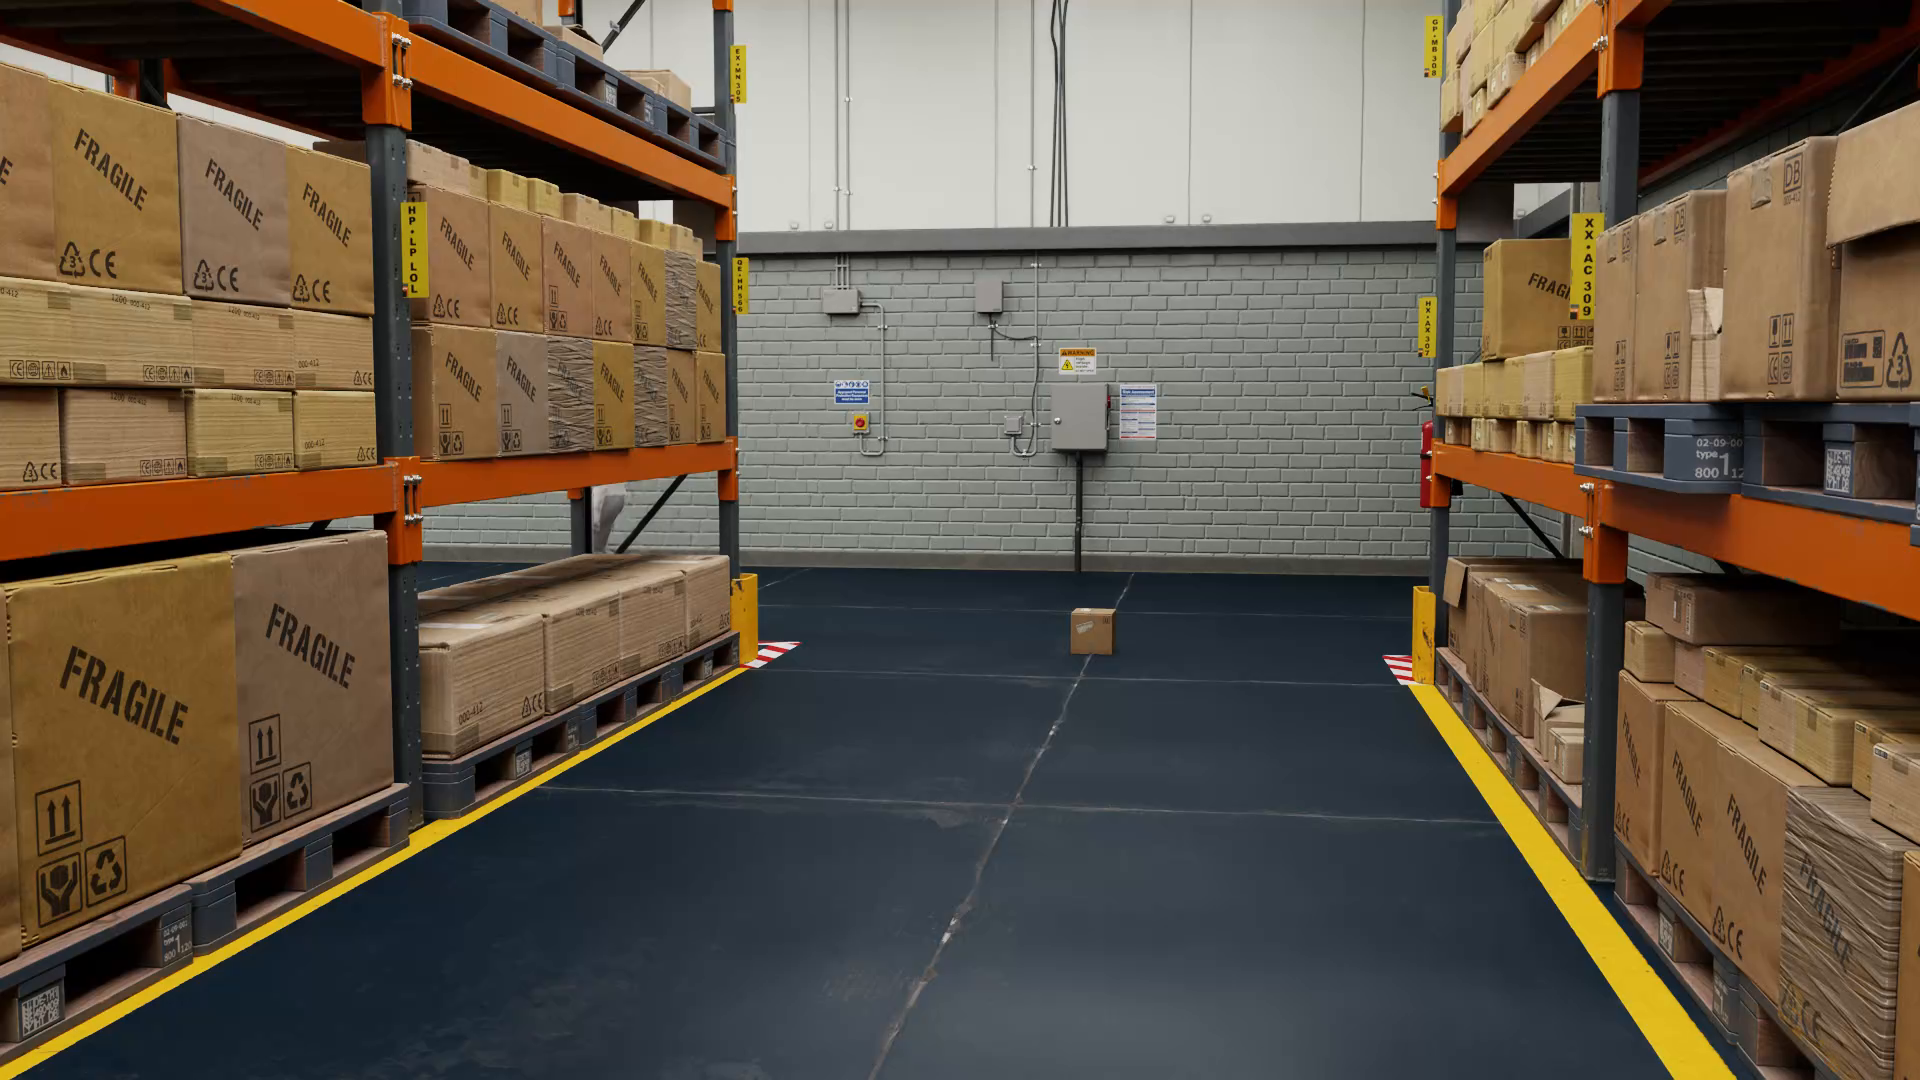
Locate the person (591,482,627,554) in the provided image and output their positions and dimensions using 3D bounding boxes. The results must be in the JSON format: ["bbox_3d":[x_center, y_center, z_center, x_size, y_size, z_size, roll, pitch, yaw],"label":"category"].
[{"bbox_3d":[-2.372,-0.240,11.097,0.464,1.657,0.536,0,5,-1],"label":"person"}]
